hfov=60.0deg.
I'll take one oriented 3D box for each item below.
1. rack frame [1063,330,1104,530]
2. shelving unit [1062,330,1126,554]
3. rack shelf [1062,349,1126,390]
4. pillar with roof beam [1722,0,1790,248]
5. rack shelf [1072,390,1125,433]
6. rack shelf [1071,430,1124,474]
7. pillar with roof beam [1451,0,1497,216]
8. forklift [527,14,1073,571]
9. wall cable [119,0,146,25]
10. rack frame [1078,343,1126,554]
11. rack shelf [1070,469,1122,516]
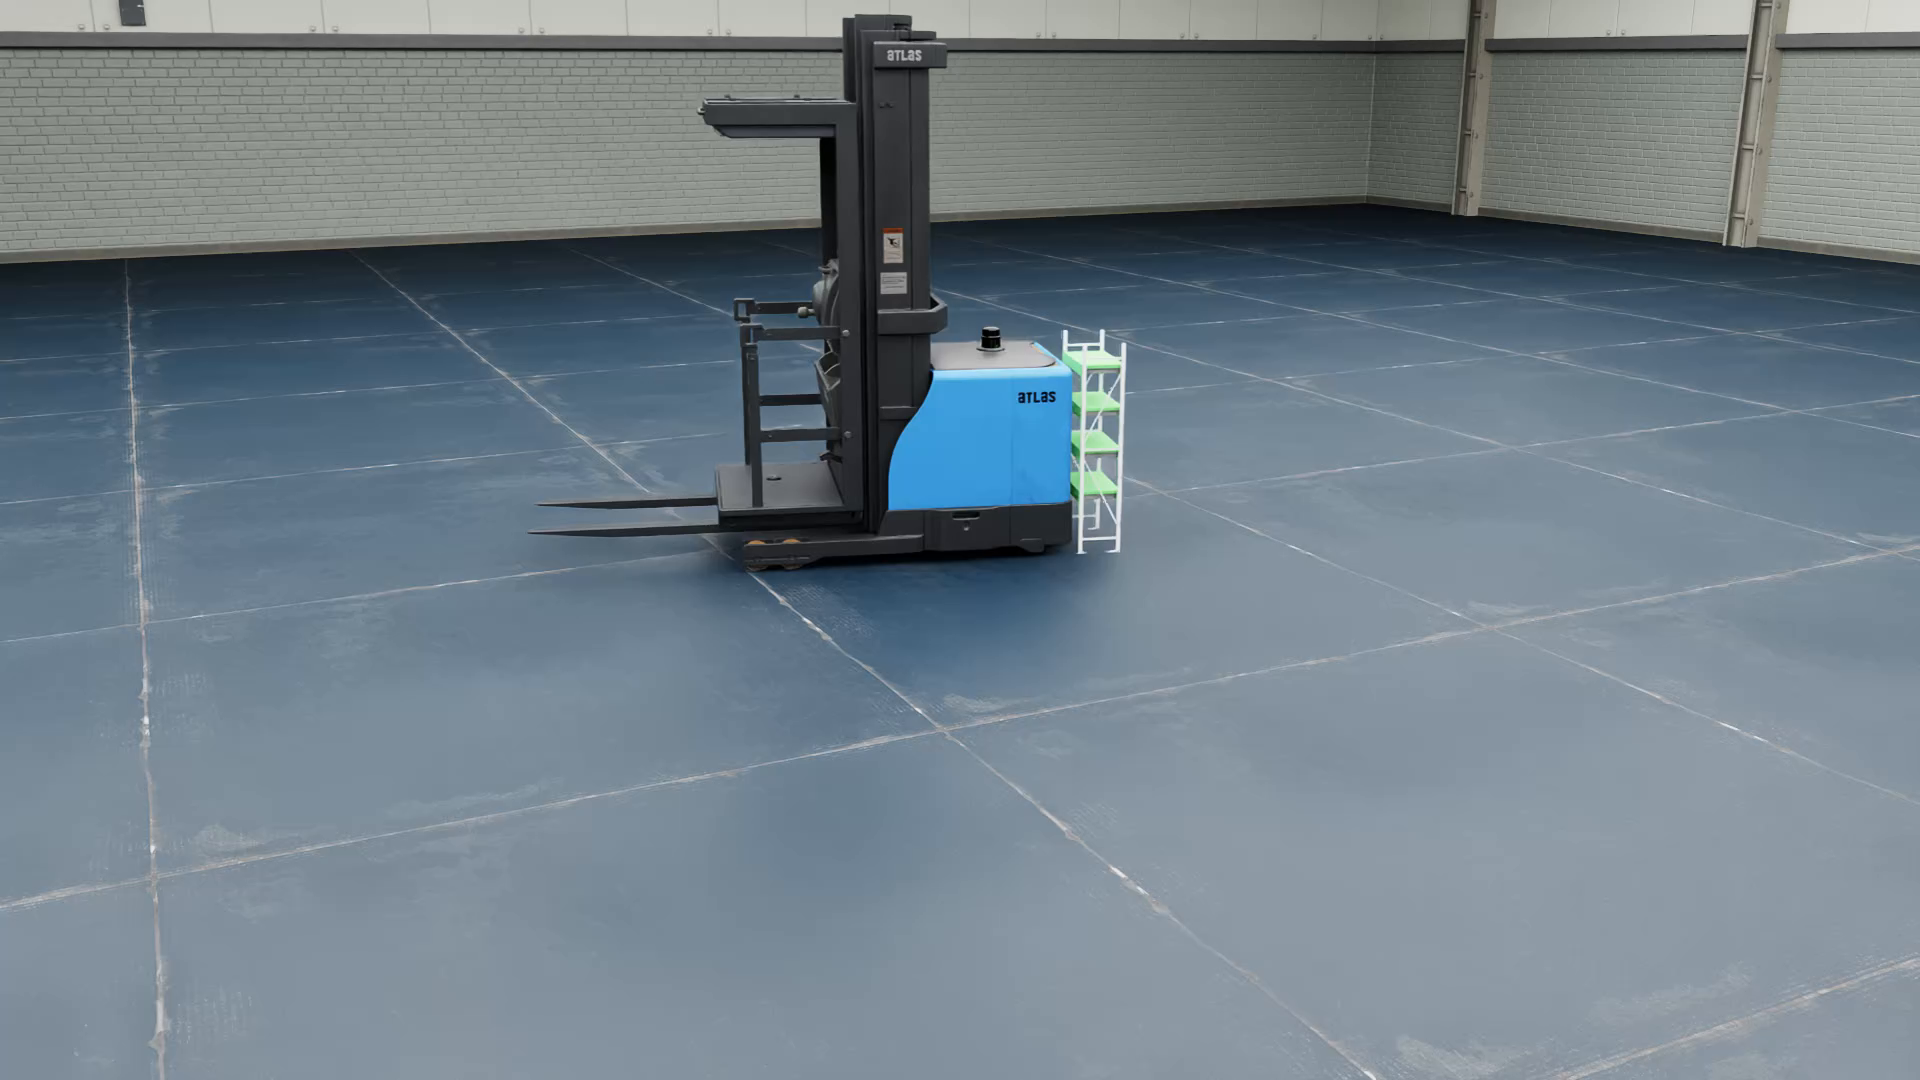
[{"bbox_3d":[0.716,-0.639,9.799,0.240,1.200,0.015,-2,16,-9],"label":"rack frame"},{"bbox_3d":[0.756,-0.572,9.568,0.258,1.200,0.503,-2,16,-9],"label":"shelving unit"},{"bbox_3d":[0.757,-0.972,9.453,0.258,0.148,0.480,-2,16,-9],"label":"rack shelf"},{"bbox_3d":[8.051,-8.300,22.361,9.100,9.000,0.400,-8,18,-25],"label":"pillar with roof beam"},{"bbox_3d":[0.756,-0.741,9.519,0.258,0.148,0.480,-2,16,-9],"label":"rack shelf"},{"bbox_3d":[0.756,-0.511,9.585,0.258,0.148,0.480,-2,16,-9],"label":"rack shelf"},{"bbox_3d":[5.422,-9.788,27.545,9.100,9.000,0.400,-8,18,-25],"label":"pillar with roof beam"},{"bbox_3d":[-0.924,-1.394,9.295,3.031,2.935,1.130,-3,16,-9],"label":"forklift"},{"bbox_3d":[-10.585,-10.170,22.711,2.305,6.003,0.169,-8,18,-25],"label":"wall cable"},{"bbox_3d":[0.795,-0.506,9.336,0.240,1.200,0.015,-2,16,-9],"label":"rack frame"},{"bbox_3d":[0.755,-0.280,9.652,0.258,0.148,0.480,-2,16,-9],"label":"rack shelf"}]
